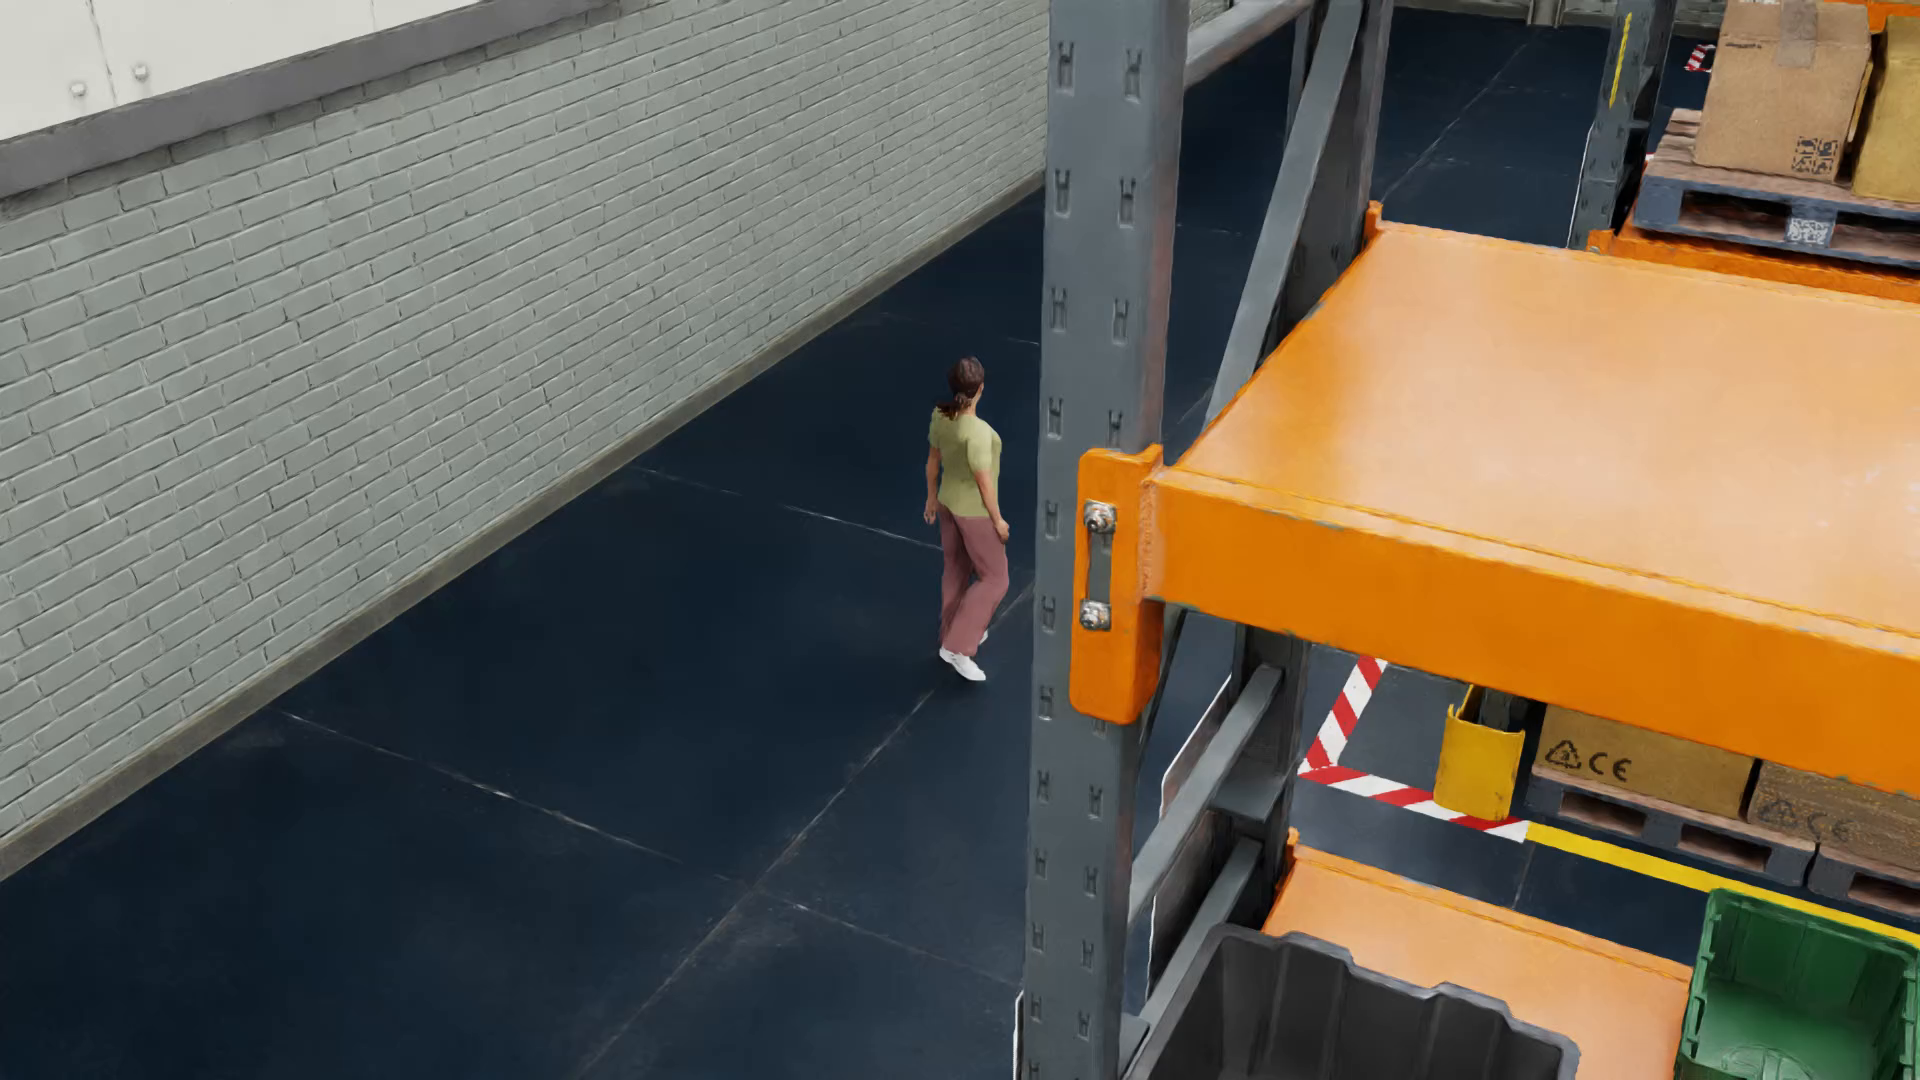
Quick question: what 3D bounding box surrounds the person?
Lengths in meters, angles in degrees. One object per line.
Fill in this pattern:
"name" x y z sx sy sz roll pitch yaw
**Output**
"person" 0.037 0.001 8.507 0.409 1.413 0.630 -17 34 -27
